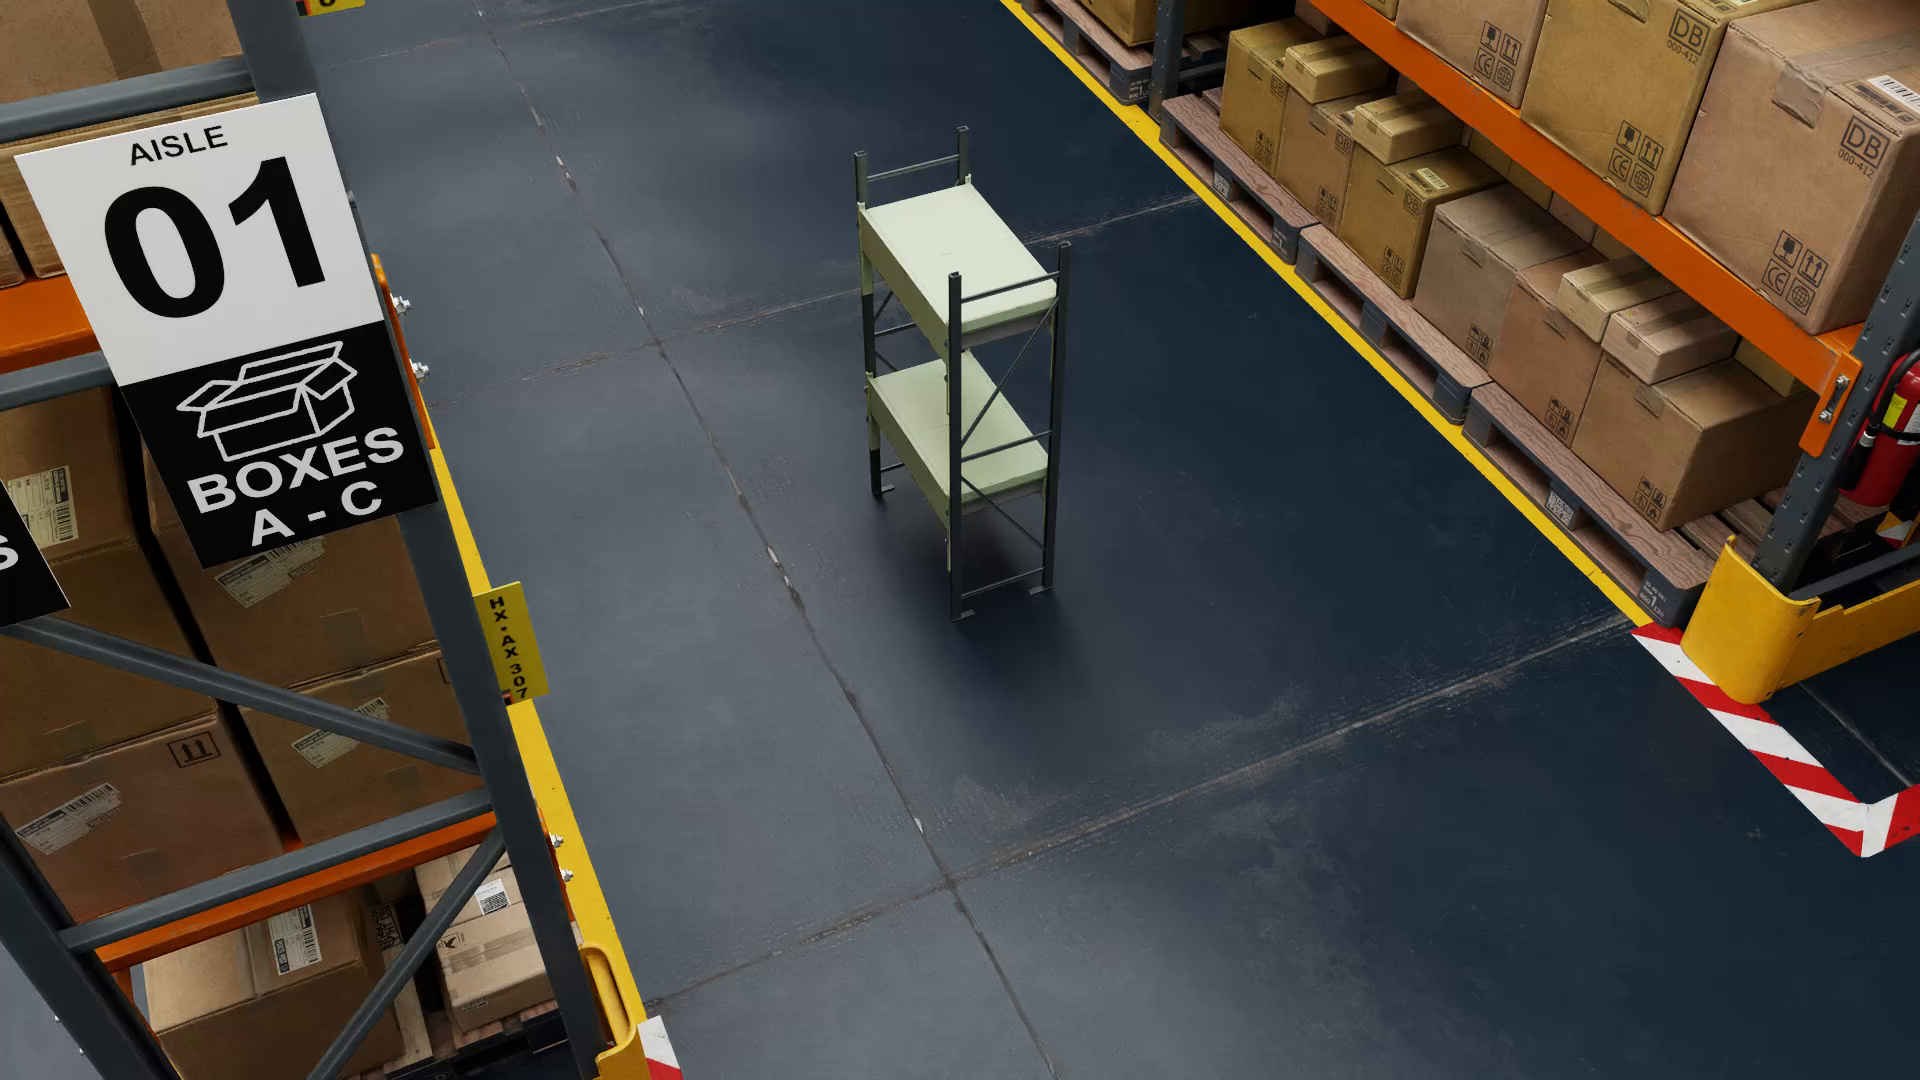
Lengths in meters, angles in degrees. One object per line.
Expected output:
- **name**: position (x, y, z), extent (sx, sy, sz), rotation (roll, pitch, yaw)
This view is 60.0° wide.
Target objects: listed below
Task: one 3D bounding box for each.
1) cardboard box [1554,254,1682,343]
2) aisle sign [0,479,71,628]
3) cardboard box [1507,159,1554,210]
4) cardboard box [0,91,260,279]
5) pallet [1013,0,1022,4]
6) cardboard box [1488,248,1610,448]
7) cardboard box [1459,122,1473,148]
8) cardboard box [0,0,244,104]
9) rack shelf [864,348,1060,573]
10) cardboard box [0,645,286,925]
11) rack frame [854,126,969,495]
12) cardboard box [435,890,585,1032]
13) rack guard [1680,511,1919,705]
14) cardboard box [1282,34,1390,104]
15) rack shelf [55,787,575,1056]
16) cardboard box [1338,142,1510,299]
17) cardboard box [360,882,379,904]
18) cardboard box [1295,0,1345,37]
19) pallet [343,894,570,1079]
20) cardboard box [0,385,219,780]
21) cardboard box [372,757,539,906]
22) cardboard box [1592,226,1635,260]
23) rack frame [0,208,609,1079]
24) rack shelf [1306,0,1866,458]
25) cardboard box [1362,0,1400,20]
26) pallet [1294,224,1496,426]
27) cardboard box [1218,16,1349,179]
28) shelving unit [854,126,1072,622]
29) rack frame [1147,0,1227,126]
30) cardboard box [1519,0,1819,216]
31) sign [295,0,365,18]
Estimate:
- **cardboard box**: position (2.400, -0.884, 6.030), extent (0.380, 0.149, 0.250), rotation (-17, 47, -16)
- **aisle sign**: position (-1.630, -0.113, 2.378), extent (0.394, 0.787, 0.004), rotation (-18, 47, -17)
- **cardboard box**: position (2.427, -1.481, 6.634), extent (0.380, 0.149, 0.250), rotation (-18, 47, -17)
- **cardboard box**: position (-1.366, -0.738, 2.834), extent (0.500, 0.250, 0.500), rotation (-18, 47, -17)
- **pallet**: position (0.521, -3.591, 9.739), extent (1.003, 0.211, 1.213), rotation (-18, 47, -17)
- **cardboard box**: position (2.517, -0.782, 6.387), extent (0.700, 0.500, 0.500), rotation (-18, 47, -18)
- **cardboard box**: position (2.211, -1.806, 6.964), extent (0.380, 0.149, 0.250), rotation (-18, 47, -17)
- **cardboard box**: position (-1.360, -0.918, 2.660), extent (0.500, 0.250, 0.500), rotation (-18, 47, -17)
- **rack shelf**: position (-0.003, -0.306, 5.957), extent (0.431, 0.370, 0.720), rotation (-18, 47, -17)
- **cardboard box**: position (-1.816, 0.438, 3.599), extent (0.500, 0.500, 0.500), rotation (-17, 47, -16)
- **rack frame**: position (-0.157, -0.771, 5.964), extent (0.400, 1.500, 0.023), rotation (-18, 47, -17)
- **cardboard box**: position (-1.245, 1.169, 4.647), extent (0.380, 0.149, 0.250), rotation (-18, 47, -17)
- **rack guard**: position (3.123, 0.118, 5.774), extent (1.175, 0.500, 0.348), rotation (-18, 47, -17)
- **cardboard box**: position (1.631, -2.047, 7.208), extent (0.380, 0.149, 0.250), rotation (-17, 47, -16)
- **rack shelf**: position (-2.221, -0.340, 4.971), extent (1.077, 0.370, 4.000), rotation (-18, 47, -17)
- **cardboard box**: position (2.074, -1.440, 7.054), extent (0.700, 0.500, 0.500), rotation (-17, 47, -16)
- **cardboard box**: position (-1.921, 0.972, 4.833), extent (0.380, 0.166, 0.250), rotation (-18, 47, -17)
- **cardboard box**: position (1.771, -2.470, 7.637), extent (0.380, 0.149, 0.250), rotation (-18, 47, -18)
- **pallet**: position (-1.748, 1.115, 4.970), extent (1.003, 0.211, 1.213), rotation (-18, 47, -17)
- **cardboard box**: position (-1.817, 0.085, 3.245), extent (0.500, 0.500, 0.500), rotation (-18, 48, -18)
- **cardboard box**: position (-1.562, 0.752, 4.997), extent (0.500, 0.250, 0.500), rotation (-18, 47, -17)
- **cardboard box**: position (2.643, -1.155, 6.304), extent (0.380, 0.149, 0.250), rotation (-18, 47, -17)
- **rack frame**: position (-1.380, 0.679, 3.427), extent (1.000, 3.000, 0.127), rotation (-18, 47, -17)
- **rack shelf**: position (2.272, -1.805, 6.456), extent (1.077, 0.370, 4.000), rotation (-18, 47, -17)
- **cardboard box**: position (1.946, -2.625, 6.561), extent (0.980, 0.700, 0.700), rotation (-19, 48, -18)
- **pallet**: position (2.196, -1.057, 7.171), extent (1.003, 0.211, 1.213), rotation (-18, 47, -17)
- **cardboard box**: position (1.652, -2.089, 7.712), extent (0.700, 0.500, 0.500), rotation (-17, 47, -17)
- **shelving unit**: position (-0.003, -0.538, 5.728), extent (0.431, 1.500, 0.755), rotation (-18, 47, -17)
- **rack frame**: position (1.431, -3.336, 7.495), extent (1.000, 3.000, 0.127), rotation (-18, 47, -17)
- **cardboard box**: position (2.573, -1.676, 5.599), extent (0.980, 0.700, 0.700), rotation (-18, 48, -18)
- **sign**: position (-0.888, -0.861, 2.229), extent (0.100, 0.325, 0.005), rotation (-18, 47, -17)
